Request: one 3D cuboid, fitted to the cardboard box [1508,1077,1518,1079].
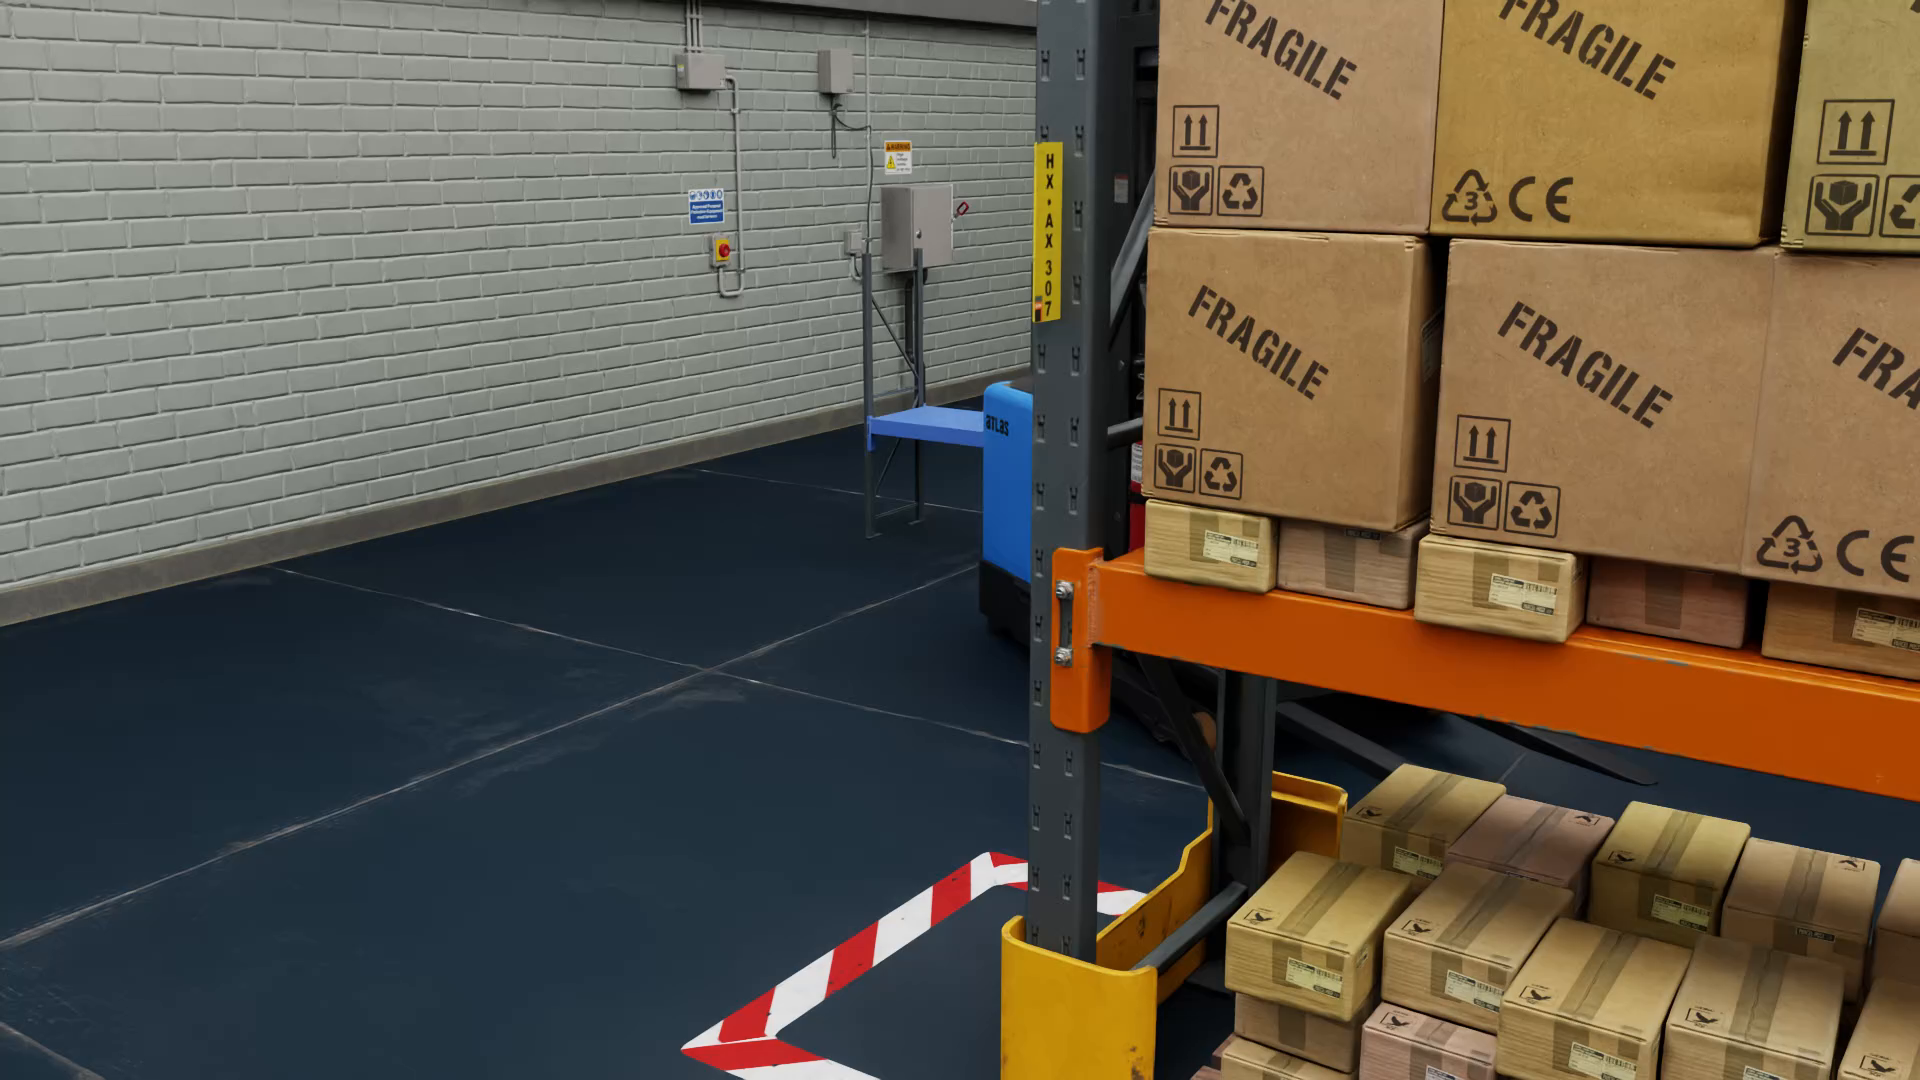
[{"bbox_3d":[1.206,0.963,3.129,0.250,0.149,0.380,9,17,34],"label":"cardboard box"}]

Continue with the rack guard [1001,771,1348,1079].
[{"bbox_3d":[0.530,0.967,3.878,0.348,0.500,1.175,9,17,33],"label":"rack guard"}]

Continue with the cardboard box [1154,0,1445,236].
[{"bbox_3d":[0.691,-0.822,2.993,0.500,0.500,0.500,9,17,32],"label":"cardboard box"}]

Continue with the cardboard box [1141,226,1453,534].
[{"bbox_3d":[0.685,-0.334,3.105,0.500,0.500,0.500,10,17,35],"label":"cardboard box"}]

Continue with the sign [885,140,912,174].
[{"bbox_3d":[-0.456,-2.826,12.277,0.001,0.242,0.339,9,17,33],"label":"sign"}]

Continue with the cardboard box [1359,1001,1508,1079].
[{"bbox_3d":[0.954,0.948,3.190,0.250,0.149,0.380,9,17,33],"label":"cardboard box"}]

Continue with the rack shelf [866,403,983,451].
[{"bbox_3d":[0.071,-0.542,8.640,1.000,0.185,0.538,9,17,33],"label":"rack shelf"}]

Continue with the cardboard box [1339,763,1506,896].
[{"bbox_3d":[1.047,0.655,3.756,0.250,0.149,0.380,9,17,33],"label":"cardboard box"}]

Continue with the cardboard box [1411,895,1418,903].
[{"bbox_3d":[1.064,0.793,3.819,0.250,0.149,0.380,9,16,31],"label":"cardboard box"}]

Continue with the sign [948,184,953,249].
[{"bbox_3d":[-0.149,-2.488,12.831,0.001,0.494,0.329,9,17,33],"label":"sign"}]

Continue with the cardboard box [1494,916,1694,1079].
[{"bbox_3d":[1.145,0.845,2.989,0.250,0.149,0.380,9,17,33],"label":"cardboard box"}]

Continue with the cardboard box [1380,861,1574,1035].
[{"bbox_3d":[1.008,0.785,3.229,0.250,0.149,0.380,10,17,34],"label":"cardboard box"}]

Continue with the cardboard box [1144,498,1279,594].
[{"bbox_3d":[0.553,-0.026,3.209,0.250,0.149,0.380,9,17,32],"label":"cardboard box"}]

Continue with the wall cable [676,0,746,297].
[{"bbox_3d":[-1.546,-2.517,10.570,0.123,1.953,0.585,9,17,33],"label":"wall cable"}]

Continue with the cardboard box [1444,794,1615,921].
[{"bbox_3d":[1.224,0.700,3.574,0.250,0.149,0.380,10,17,34],"label":"cardboard box"}]

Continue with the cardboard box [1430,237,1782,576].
[{"bbox_3d":[1.143,-0.268,2.835,0.500,0.500,0.500,9,17,33],"label":"cardboard box"}]

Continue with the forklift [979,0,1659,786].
[{"bbox_3d":[1.159,-0.780,5.876,1.130,2.935,3.031,-6,15,-24],"label":"forklift"}]

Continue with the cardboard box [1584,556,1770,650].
[{"bbox_3d":[1.272,0.054,2.886,0.250,0.149,0.380,10,17,35],"label":"cardboard box"}]

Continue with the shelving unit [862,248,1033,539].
[{"bbox_3d":[0.071,-0.717,8.597,1.048,1.500,0.538,9,17,33],"label":"shelving unit"}]

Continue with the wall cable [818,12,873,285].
[{"bbox_3d":[-0.764,-2.786,11.723,0.122,1.984,0.588,9,17,33],"label":"wall cable"}]

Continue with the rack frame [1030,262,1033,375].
[{"bbox_3d":[0.493,-0.648,8.321,0.032,1.500,0.500,9,17,33],"label":"rack frame"}]

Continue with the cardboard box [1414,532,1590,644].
[{"bbox_3d":[0.980,0.047,2.916,0.250,0.149,0.380,9,16,31],"label":"cardboard box"}]

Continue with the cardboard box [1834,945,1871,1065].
[{"bbox_3d":[1.662,0.919,3.310,0.250,0.149,0.380,9,16,32],"label":"cardboard box"}]

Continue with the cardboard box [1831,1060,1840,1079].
[{"bbox_3d":[1.359,1.019,2.903,0.250,0.149,0.380,10,17,35],"label":"cardboard box"}]

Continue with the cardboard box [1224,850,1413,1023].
[{"bbox_3d":[0.712,0.772,3.281,0.250,0.149,0.380,8,16,30],"label":"cardboard box"}]

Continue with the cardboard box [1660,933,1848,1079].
[{"bbox_3d":[1.397,0.861,2.922,0.250,0.149,0.380,8,16,30],"label":"cardboard box"}]

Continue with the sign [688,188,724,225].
[{"bbox_3d":[-1.624,-2.139,10.658,0.001,0.218,0.327,9,17,33],"label":"sign"}]

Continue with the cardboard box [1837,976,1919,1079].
[{"bbox_3d":[1.622,0.901,2.764,0.250,0.149,0.380,10,17,35],"label":"cardboard box"}]

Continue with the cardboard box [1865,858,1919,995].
[{"bbox_3d":[1.943,0.782,3.244,0.250,0.149,0.380,10,17,35],"label":"cardboard box"}]

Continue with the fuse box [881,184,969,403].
[{"bbox_3d":[-0.253,-1.783,12.464,0.414,1.711,0.539,9,17,33],"label":"fuse box"}]

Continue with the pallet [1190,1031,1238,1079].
[{"bbox_3d":[1.184,1.223,3.444,1.213,0.211,1.003,9,17,33],"label":"pallet"}]

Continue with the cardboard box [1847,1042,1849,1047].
[{"bbox_3d":[1.632,1.036,2.835,0.250,0.149,0.380,8,16,30],"label":"cardboard box"}]

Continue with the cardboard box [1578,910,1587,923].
[{"bbox_3d":[1.251,0.838,3.634,0.250,0.149,0.380,9,16,32],"label":"cardboard box"}]

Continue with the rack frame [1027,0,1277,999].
[{"bbox_3d":[0.467,-0.257,3.618,0.127,3.000,1.000,9,17,33],"label":"rack frame"}]

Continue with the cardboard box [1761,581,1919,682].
[{"bbox_3d":[1.483,0.095,2.719,0.250,0.149,0.380,9,17,32],"label":"cardboard box"}]

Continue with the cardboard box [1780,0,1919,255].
[{"bbox_3d":[1.533,-0.681,2.425,0.500,0.500,0.500,9,16,32],"label":"cardboard box"}]

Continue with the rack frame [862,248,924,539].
[{"bbox_3d":[-0.351,-0.785,8.872,0.032,1.500,0.500,9,17,33],"label":"rack frame"}]

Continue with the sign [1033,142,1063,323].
[{"bbox_3d":[0.164,-0.569,3.077,0.005,0.325,0.100,9,17,33],"label":"sign"}]

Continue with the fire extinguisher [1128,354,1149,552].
[{"bbox_3d":[0.515,-0.164,4.181,0.183,0.674,0.296,9,17,33],"label":"fire extinguisher"}]

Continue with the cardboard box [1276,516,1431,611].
[{"bbox_3d":[0.787,0.000,3.104,0.250,0.149,0.380,10,17,35],"label":"cardboard box"}]

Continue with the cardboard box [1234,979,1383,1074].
[{"bbox_3d":[0.758,0.900,3.384,0.250,0.149,0.380,10,17,35],"label":"cardboard box"}]

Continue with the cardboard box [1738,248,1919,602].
[{"bbox_3d":[1.543,-0.200,2.560,0.500,0.500,0.500,9,17,34],"label":"cardboard box"}]

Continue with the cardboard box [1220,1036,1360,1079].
[{"bbox_3d":[0.723,1.057,3.369,0.250,0.149,0.380,10,17,34],"label":"cardboard box"}]

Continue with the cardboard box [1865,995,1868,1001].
[{"bbox_3d":[1.933,0.929,3.268,0.250,0.149,0.380,9,17,34],"label":"cardboard box"}]

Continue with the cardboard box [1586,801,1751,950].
[{"bbox_3d":[1.510,0.709,3.536,0.250,0.149,0.380,9,16,32],"label":"cardboard box"}]

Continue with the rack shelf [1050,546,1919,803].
[{"bbox_3d":[2.126,0.361,2.621,4.000,0.370,1.077,9,17,33],"label":"rack shelf"}]

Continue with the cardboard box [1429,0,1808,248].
[{"bbox_3d":[1.113,-0.756,2.725,0.500,0.500,0.500,10,17,34],"label":"cardboard box"}]

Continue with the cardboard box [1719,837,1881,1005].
[{"bbox_3d":[1.689,0.757,3.345,0.250,0.149,0.380,8,16,31],"label":"cardboard box"}]
